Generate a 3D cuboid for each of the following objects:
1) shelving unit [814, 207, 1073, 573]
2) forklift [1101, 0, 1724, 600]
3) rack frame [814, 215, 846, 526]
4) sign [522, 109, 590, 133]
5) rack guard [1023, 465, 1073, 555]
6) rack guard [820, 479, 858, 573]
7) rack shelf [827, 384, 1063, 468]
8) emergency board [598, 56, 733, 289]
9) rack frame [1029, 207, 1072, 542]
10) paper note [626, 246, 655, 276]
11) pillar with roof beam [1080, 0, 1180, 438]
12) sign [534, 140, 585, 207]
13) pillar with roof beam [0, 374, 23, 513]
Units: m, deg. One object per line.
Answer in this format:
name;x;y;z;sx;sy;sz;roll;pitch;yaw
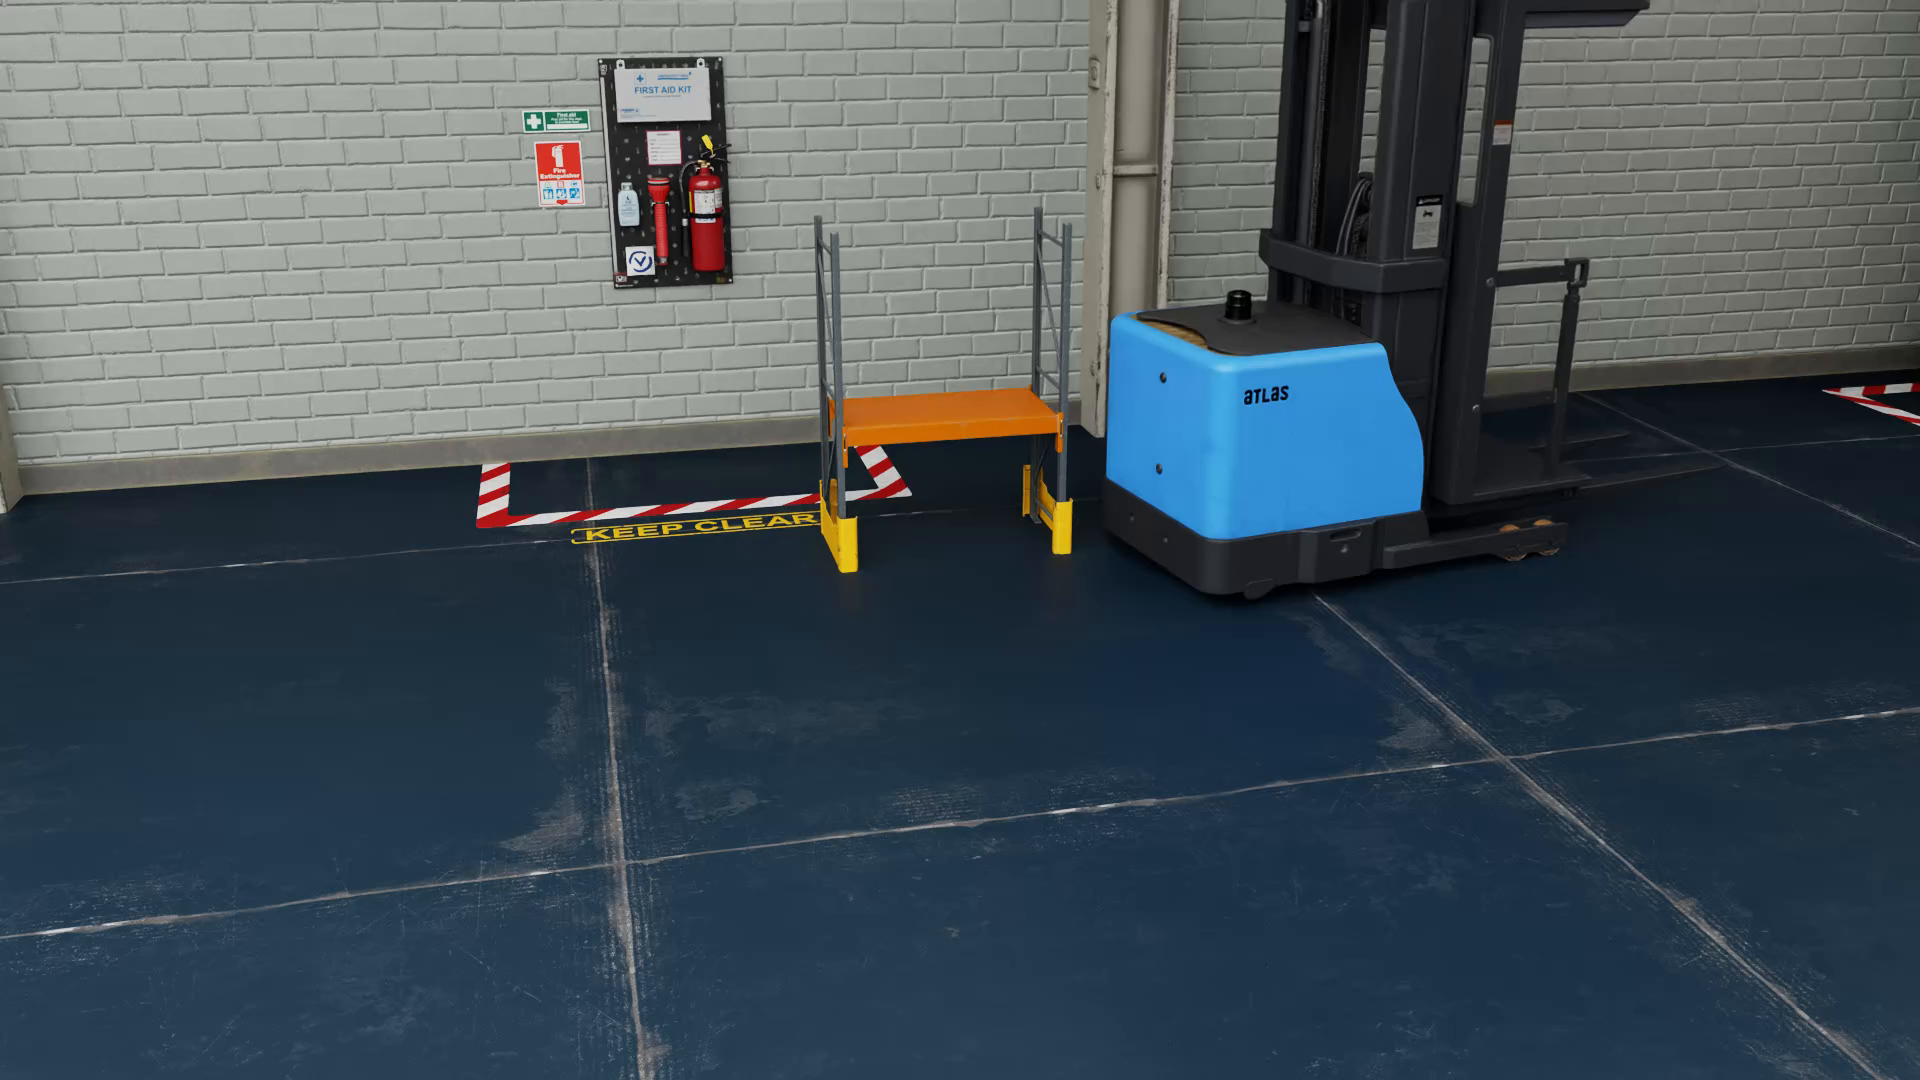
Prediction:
shelving unit;-0.074;-0.698;7.540;1.083;1.500;0.587;-5;21;-12
forklift;2.229;-1.436;7.472;3.031;2.935;1.130;-8;22;-21
rack frame;-0.578;-0.657;7.428;0.032;1.500;0.500;-5;21;-12
sign;-2.047;-2.125;8.433;0.331;0.109;0.001;-5;21;-12
rack guard;0.410;-0.151;7.863;0.087;0.250;0.587;-5;21;-12
rack guard;-0.559;-0.072;7.648;0.087;0.250;0.587;-5;21;-12
rack shelf;-0.083;-0.529;7.600;1.000;0.185;0.538;-5;21;-12
emergency board;-1.491;-1.871;8.562;0.643;1.169;0.194;-5;21;-12
rack frame;0.412;-0.738;7.648;0.032;1.500;0.500;-5;21;-12
paper note;-1.680;-1.467;8.739;0.142;0.148;0.016;-5;21;-12
pillar with roof beam;1.913;-3.430;4.096;0.400;9.000;9.100;-5;21;-12
sign;-2.053;-1.879;8.531;0.234;0.329;0.001;-5;21;-12
pillar with roof beam;-3.926;-2.955;2.799;0.400;9.000;9.100;-5;21;-12
